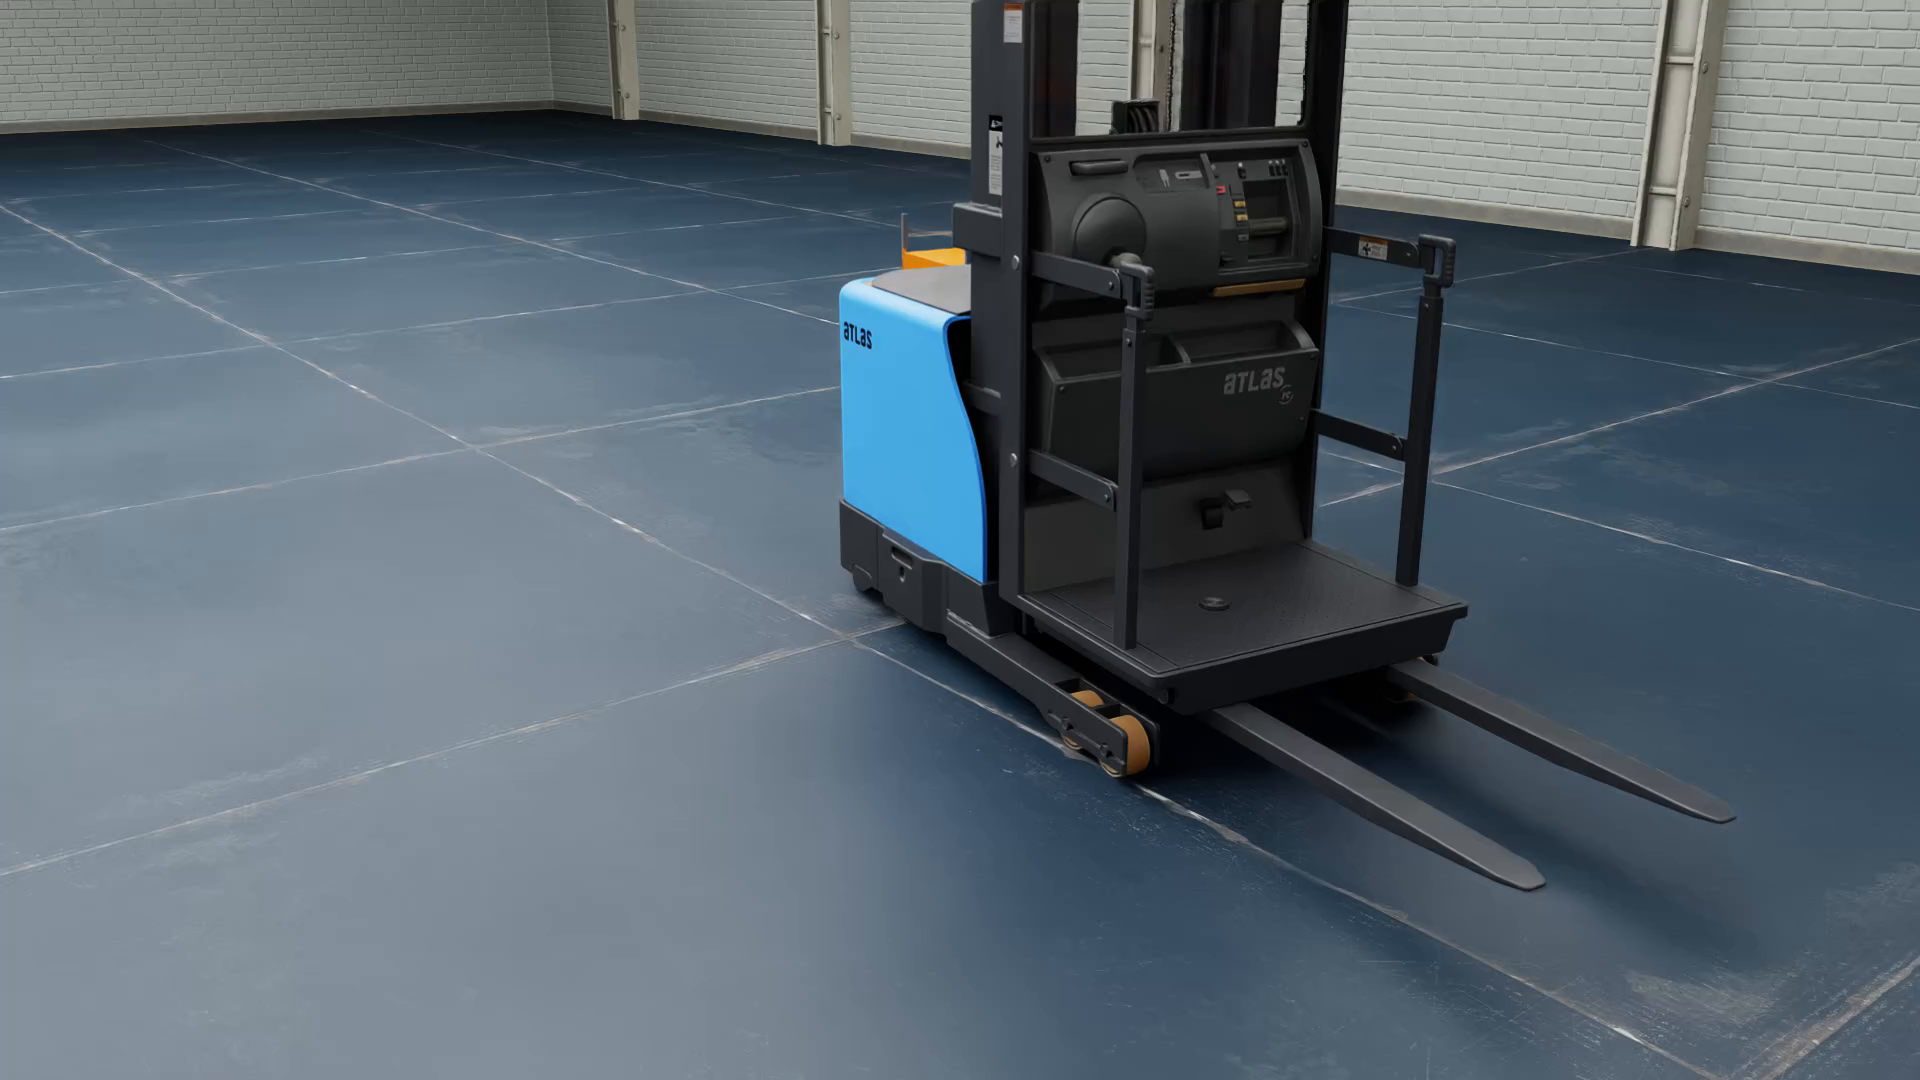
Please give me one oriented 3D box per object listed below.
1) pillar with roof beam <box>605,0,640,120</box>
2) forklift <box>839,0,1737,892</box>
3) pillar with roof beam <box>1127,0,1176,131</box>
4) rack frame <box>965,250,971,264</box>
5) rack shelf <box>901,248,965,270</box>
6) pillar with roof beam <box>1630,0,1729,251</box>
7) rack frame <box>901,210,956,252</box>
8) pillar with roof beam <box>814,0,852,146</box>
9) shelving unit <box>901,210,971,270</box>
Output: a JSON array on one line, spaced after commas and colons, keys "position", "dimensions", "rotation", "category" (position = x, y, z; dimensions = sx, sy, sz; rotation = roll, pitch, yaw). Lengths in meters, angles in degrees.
[{"position": [-8.792, -10.275, 23.079], "dimensions": [9.100, 9.000, 0.400], "rotation": [-14, 23, -36], "category": "pillar with roof beam"}, {"position": [0.735, -0.919, 4.475], "dimensions": [1.130, 2.935, 3.031], "rotation": [-10, 21, -28], "category": "forklift"}, {"position": [-1.341, -7.319, 14.149], "dimensions": [9.100, 9.000, 0.400], "rotation": [-14, 23, -36], "category": "pillar with roof beam"}, {"position": [0.125, -0.543, 6.093], "dimensions": [0.240, 1.200, 0.015], "rotation": [-10, 21, -28], "category": "rack frame"}, {"position": [0.006, -0.983, 6.172], "dimensions": [0.258, 0.148, 0.480], "rotation": [-10, 21, -28], "category": "rack shelf"}, {"position": [2.384, -5.840, 9.684], "dimensions": [9.100, 9.000, 0.400], "rotation": [-14, 23, -36], "category": "pillar with roof beam"}, {"position": [-0.113, -0.677, 6.498], "dimensions": [0.240, 1.200, 0.015], "rotation": [-10, 21, -28], "category": "rack frame"}, {"position": [-5.067, -8.797, 18.614], "dimensions": [9.100, 9.000, 0.400], "rotation": [-14, 23, -36], "category": "pillar with roof beam"}, {"position": [0.006, -0.610, 6.296], "dimensions": [0.258, 1.200, 0.503], "rotation": [-10, 21, -28], "category": "shelving unit"}]
